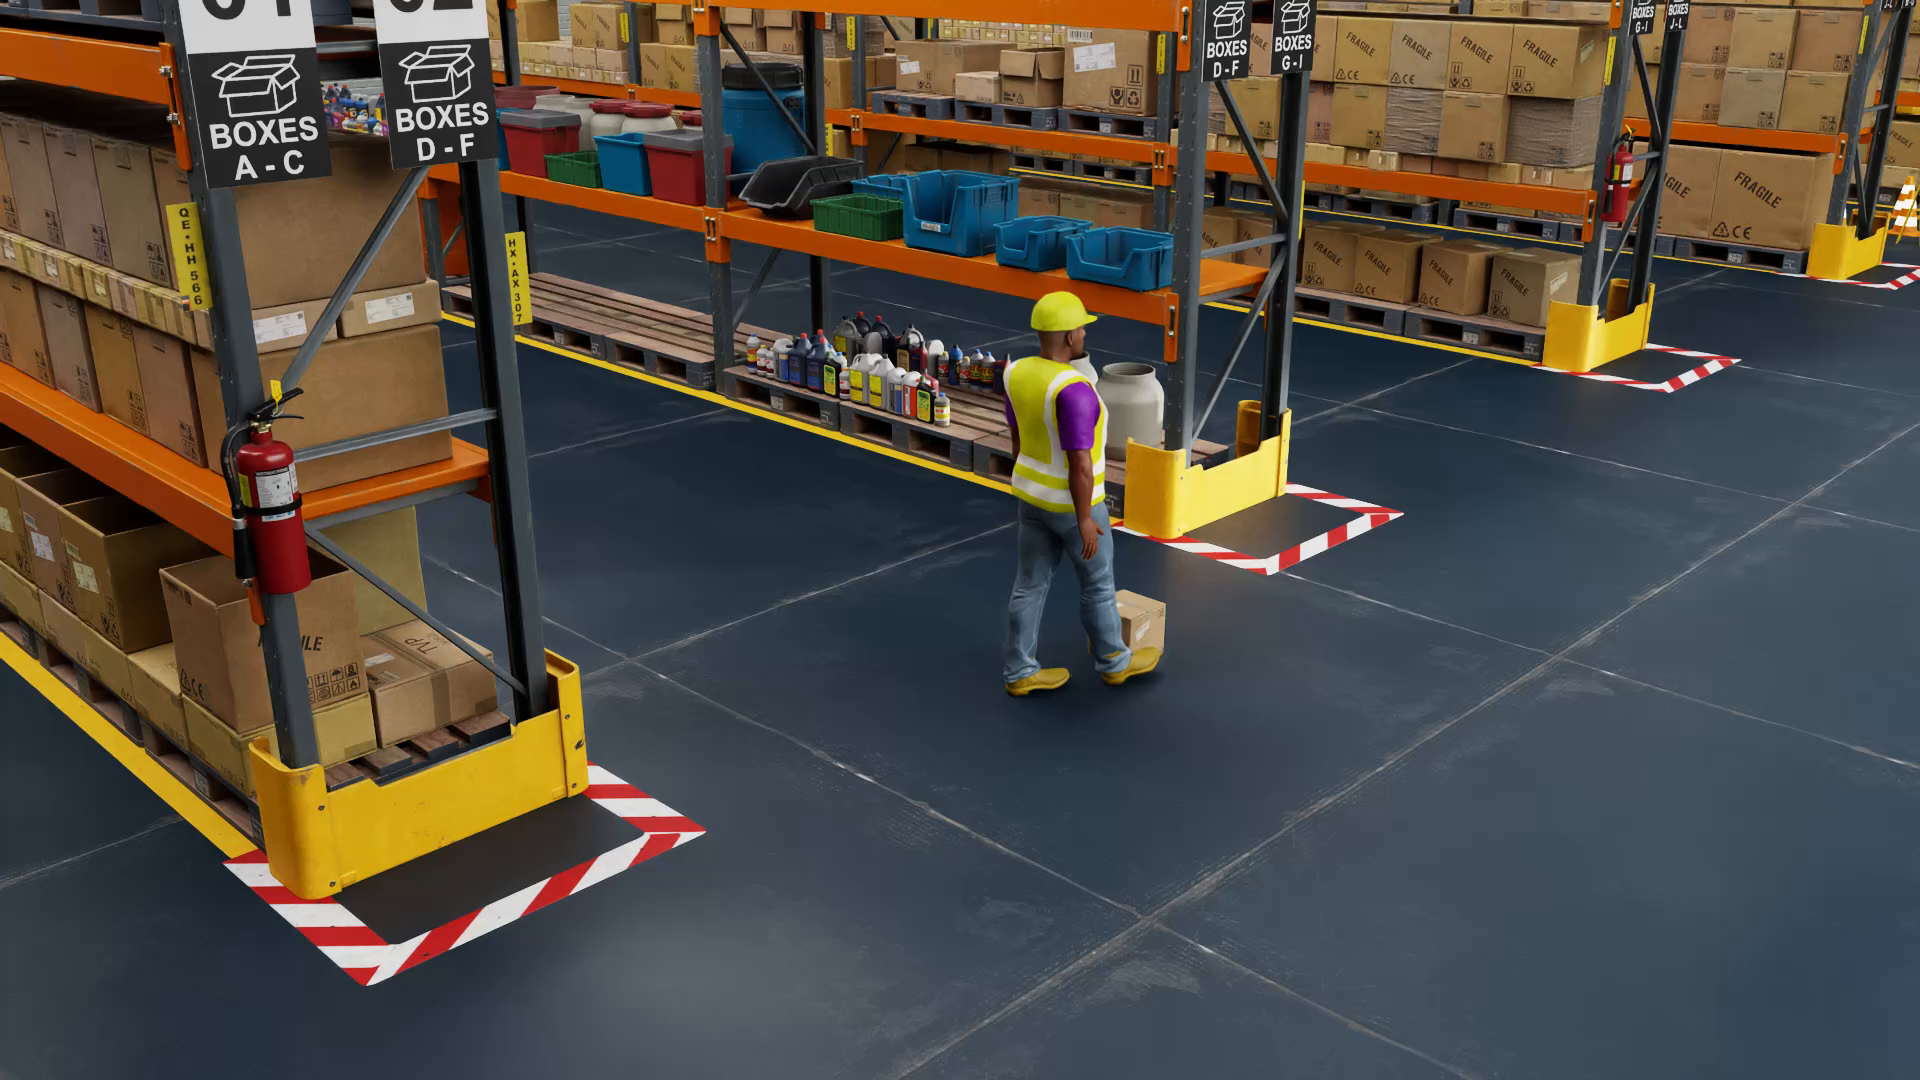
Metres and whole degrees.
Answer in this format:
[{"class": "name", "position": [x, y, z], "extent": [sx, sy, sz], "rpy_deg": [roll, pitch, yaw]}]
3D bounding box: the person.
[{"class": "person", "position": [0.518, -0.202, 7.081], "extent": [0.729, 1.753, 0.577], "rpy_deg": [-15, 25, -35]}]
